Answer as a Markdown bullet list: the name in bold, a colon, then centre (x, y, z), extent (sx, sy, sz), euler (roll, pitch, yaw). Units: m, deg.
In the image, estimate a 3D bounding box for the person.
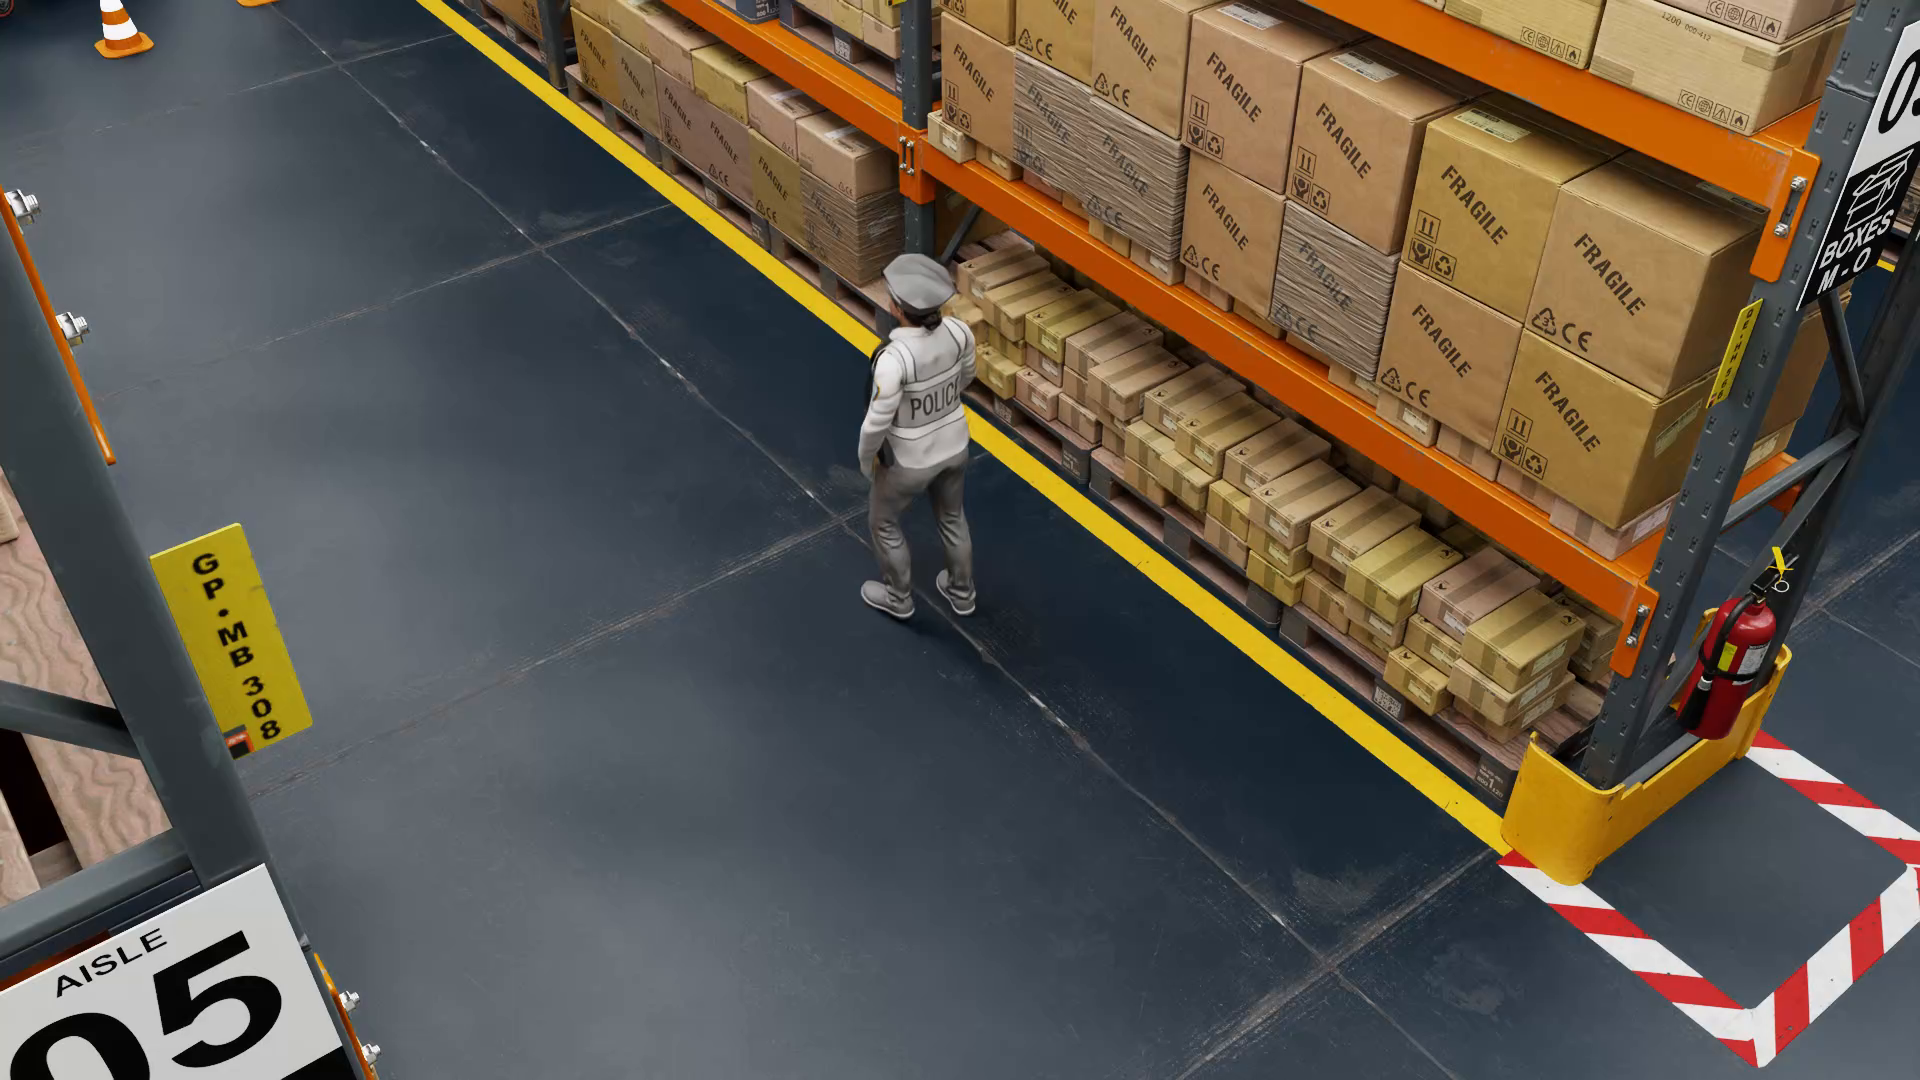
- **person**: centre (-0.182, -0.376, 6.581), extent (0.572, 1.685, 0.442), euler (-28, 48, -28)
